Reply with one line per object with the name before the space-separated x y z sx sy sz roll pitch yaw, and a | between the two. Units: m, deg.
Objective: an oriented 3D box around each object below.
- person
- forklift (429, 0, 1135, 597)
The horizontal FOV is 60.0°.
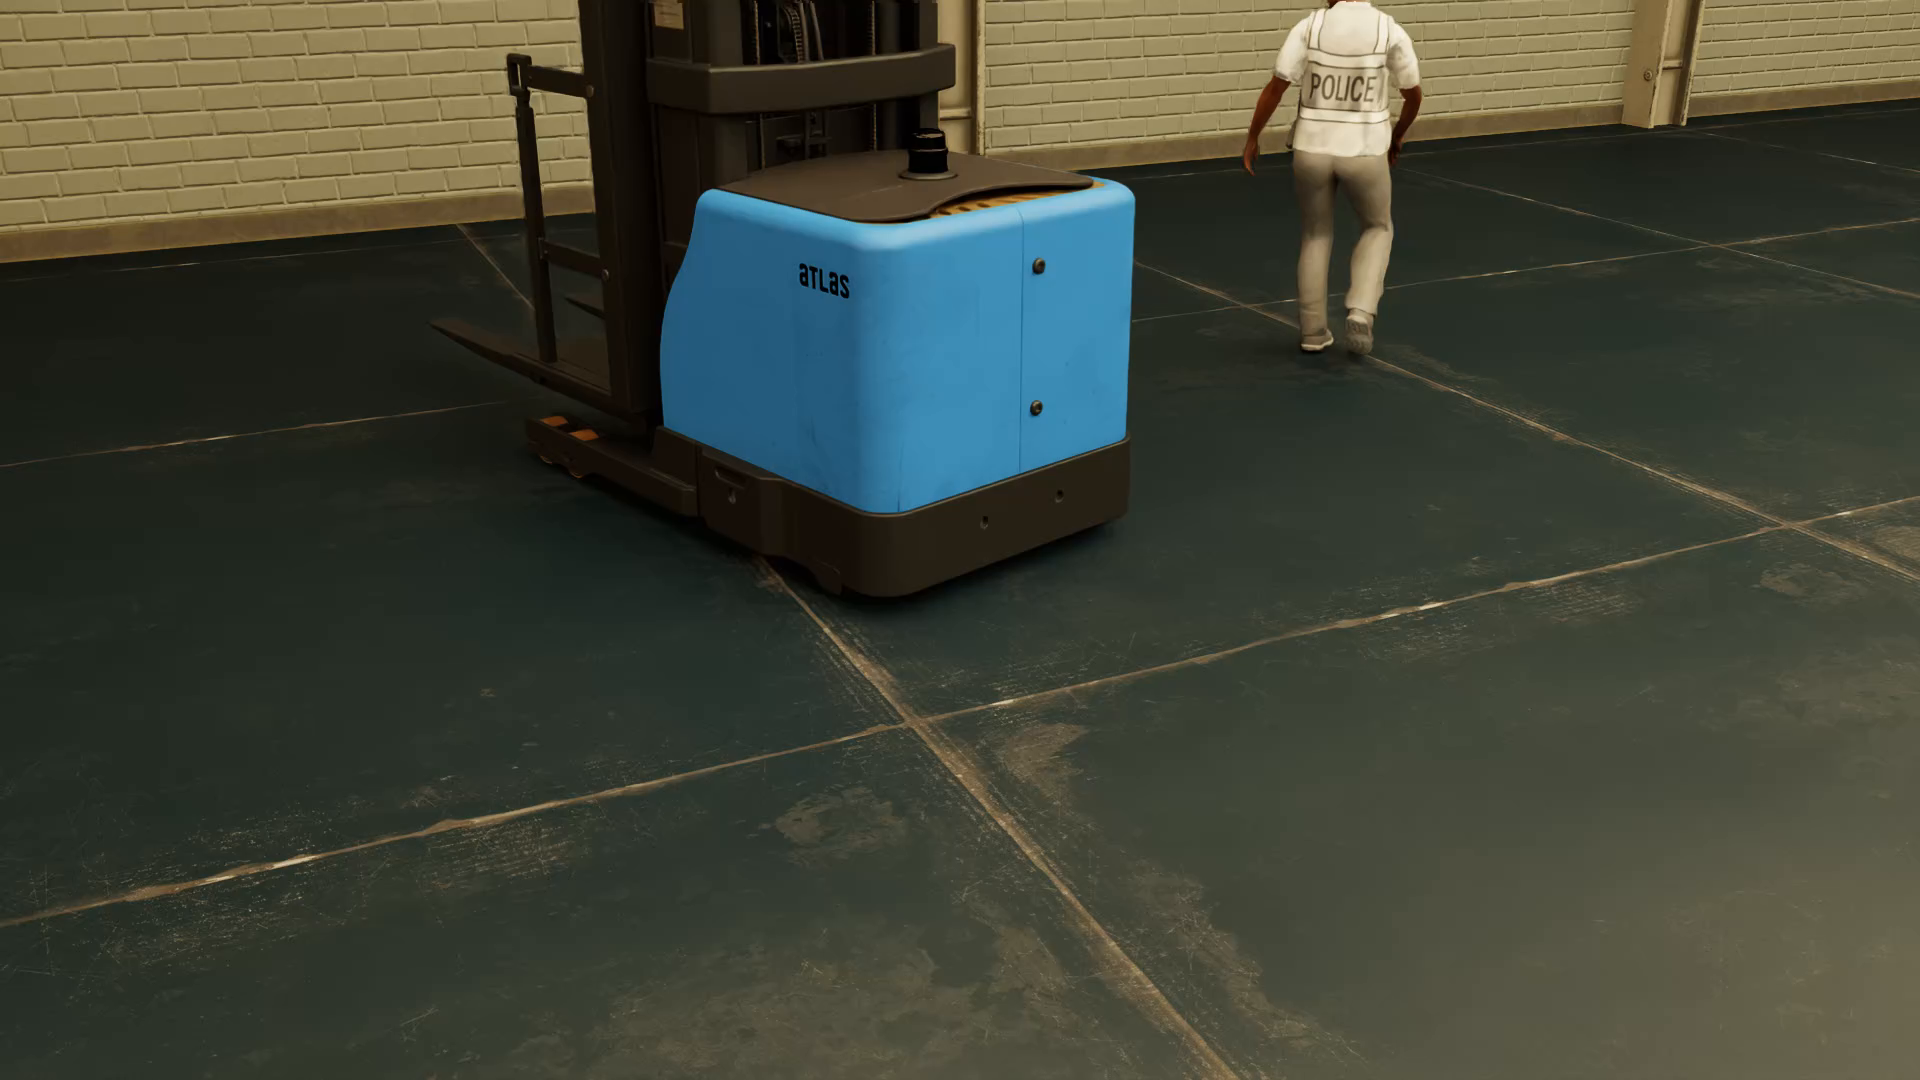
person | 1.500 -1.562 6.759 0.685 1.629 0.453 9 24 20
forklift | -0.845 -1.677 5.323 1.130 2.935 3.031 -19 29 -39
